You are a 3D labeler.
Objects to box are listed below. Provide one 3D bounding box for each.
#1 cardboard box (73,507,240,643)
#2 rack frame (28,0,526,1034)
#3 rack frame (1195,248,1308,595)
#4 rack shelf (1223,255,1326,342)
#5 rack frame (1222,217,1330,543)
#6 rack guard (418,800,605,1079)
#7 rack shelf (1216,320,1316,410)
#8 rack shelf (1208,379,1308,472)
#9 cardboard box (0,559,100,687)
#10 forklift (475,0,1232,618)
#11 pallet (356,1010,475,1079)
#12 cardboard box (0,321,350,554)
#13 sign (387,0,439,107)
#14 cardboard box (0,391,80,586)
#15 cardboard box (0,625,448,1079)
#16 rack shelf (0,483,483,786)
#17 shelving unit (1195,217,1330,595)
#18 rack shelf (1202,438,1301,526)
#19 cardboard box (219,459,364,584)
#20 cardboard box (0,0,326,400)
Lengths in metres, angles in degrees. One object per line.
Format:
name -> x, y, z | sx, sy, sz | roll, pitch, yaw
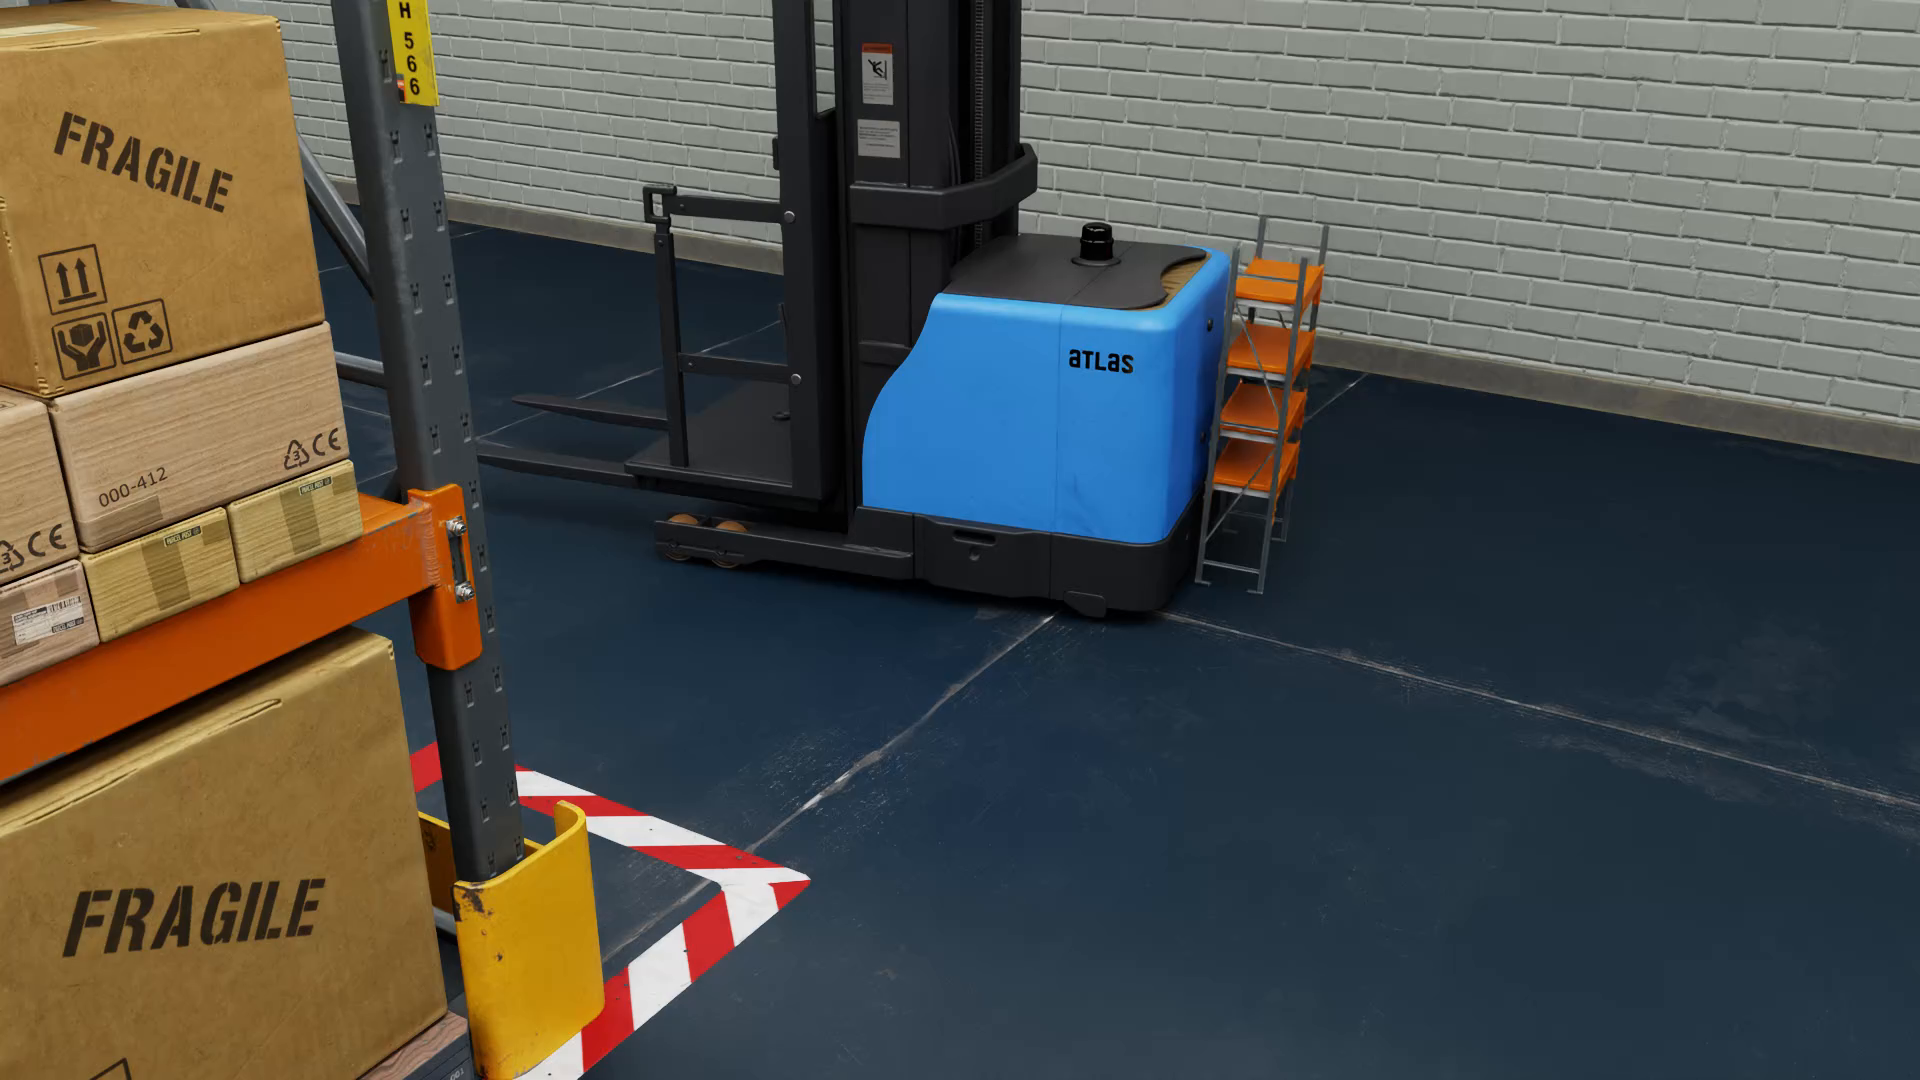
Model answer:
cardboard box -> -1.429, 0.015, 2.755 | 0.380, 0.149, 0.250 | 14, 27, 29
rack frame -> -1.386, -0.377, 3.346 | 1.000, 3.000, 0.127 | 14, 27, 29
rack frame -> 0.971, -0.377, 5.595 | 0.240, 1.200, 0.015 | 11, 25, 17
rack shelf -> 1.071, -0.826, 5.644 | 0.258, 0.148, 0.480 | 11, 25, 17
rack frame -> 1.134, -0.560, 6.017 | 0.240, 1.200, 0.015 | 11, 25, 17
rack guard -> -1.373, 0.762, 3.861 | 1.175, 0.500, 0.348 | 14, 27, 29
rack shelf -> 1.060, -0.611, 5.741 | 0.258, 0.148, 0.480 | 11, 25, 17
rack shelf -> 1.050, -0.407, 5.834 | 0.258, 0.148, 0.480 | 11, 25, 17
cardboard box -> -1.563, 0.100, 2.559 | 0.380, 0.149, 0.250 | 14, 27, 29
forklift -> -0.586, -1.430, 5.864 | 3.031, 2.935, 1.130 | 8, 25, 18
pallet -> -1.741, 1.189, 3.239 | 1.003, 0.211, 1.213 | 14, 27, 29
cardboard box -> -1.416, -0.226, 2.810 | 0.500, 0.250, 0.500 | 13, 27, 28
sign -> -0.932, -0.899, 2.795 | 0.100, 0.325, 0.005 | 14, 27, 29
cardboard box -> -1.684, -0.055, 2.415 | 0.500, 0.250, 0.500 | 13, 27, 28
cardboard box -> -1.655, 0.638, 3.147 | 0.875, 0.875, 0.875 | 14, 27, 29
rack shelf -> -2.441, 0.628, 1.930 | 1.077, 0.370, 4.000 | 14, 27, 29
shelving unit -> 1.053, -0.468, 5.806 | 0.258, 1.200, 0.503 | 11, 25, 17
rack shelf -> 1.041, -0.226, 5.915 | 0.258, 0.148, 0.480 | 11, 25, 17
cardboard box -> -1.294, -0.073, 2.959 | 0.380, 0.149, 0.250 | 14, 27, 30
cardboard box -> -1.419, -0.570, 2.661 | 0.500, 0.500, 0.500 | 14, 27, 30
